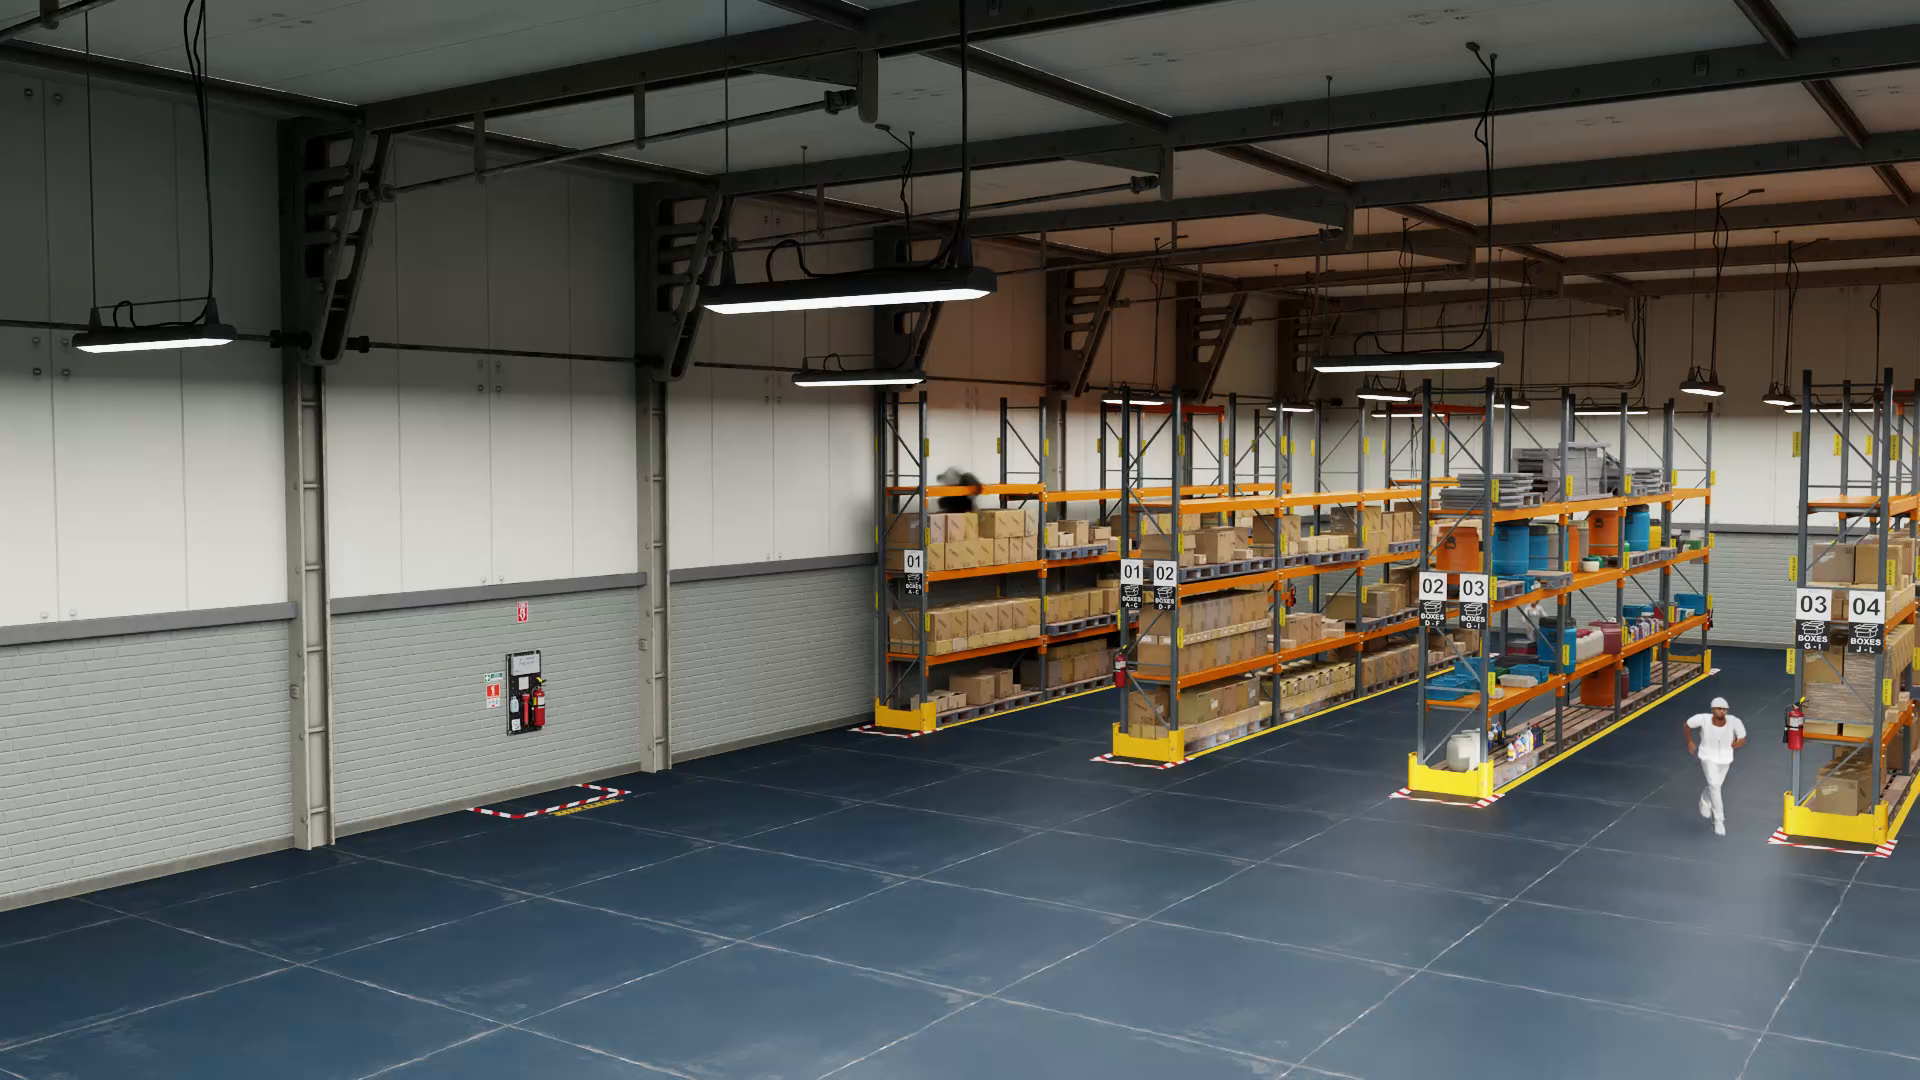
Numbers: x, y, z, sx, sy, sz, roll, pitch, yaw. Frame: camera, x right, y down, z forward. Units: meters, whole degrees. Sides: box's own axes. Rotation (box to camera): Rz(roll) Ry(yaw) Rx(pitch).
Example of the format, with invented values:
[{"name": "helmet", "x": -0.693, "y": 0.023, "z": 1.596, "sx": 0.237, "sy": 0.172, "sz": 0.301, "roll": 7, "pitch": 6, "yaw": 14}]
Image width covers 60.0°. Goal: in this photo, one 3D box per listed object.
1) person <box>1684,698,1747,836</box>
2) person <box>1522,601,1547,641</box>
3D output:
[{"name": "person", "x": 9.937, "y": 2.924, "z": 21.902, "sx": 0.699, "sy": 1.772, "sz": 1.043, "roll": 0, "pitch": 3, "yaw": 5}, {"name": "person", "x": 13.302, "y": 2.076, "z": 38.513, "sx": 0.559, "sy": 1.562, "sz": 0.572, "roll": 1, "pitch": 3, "yaw": 14}]
